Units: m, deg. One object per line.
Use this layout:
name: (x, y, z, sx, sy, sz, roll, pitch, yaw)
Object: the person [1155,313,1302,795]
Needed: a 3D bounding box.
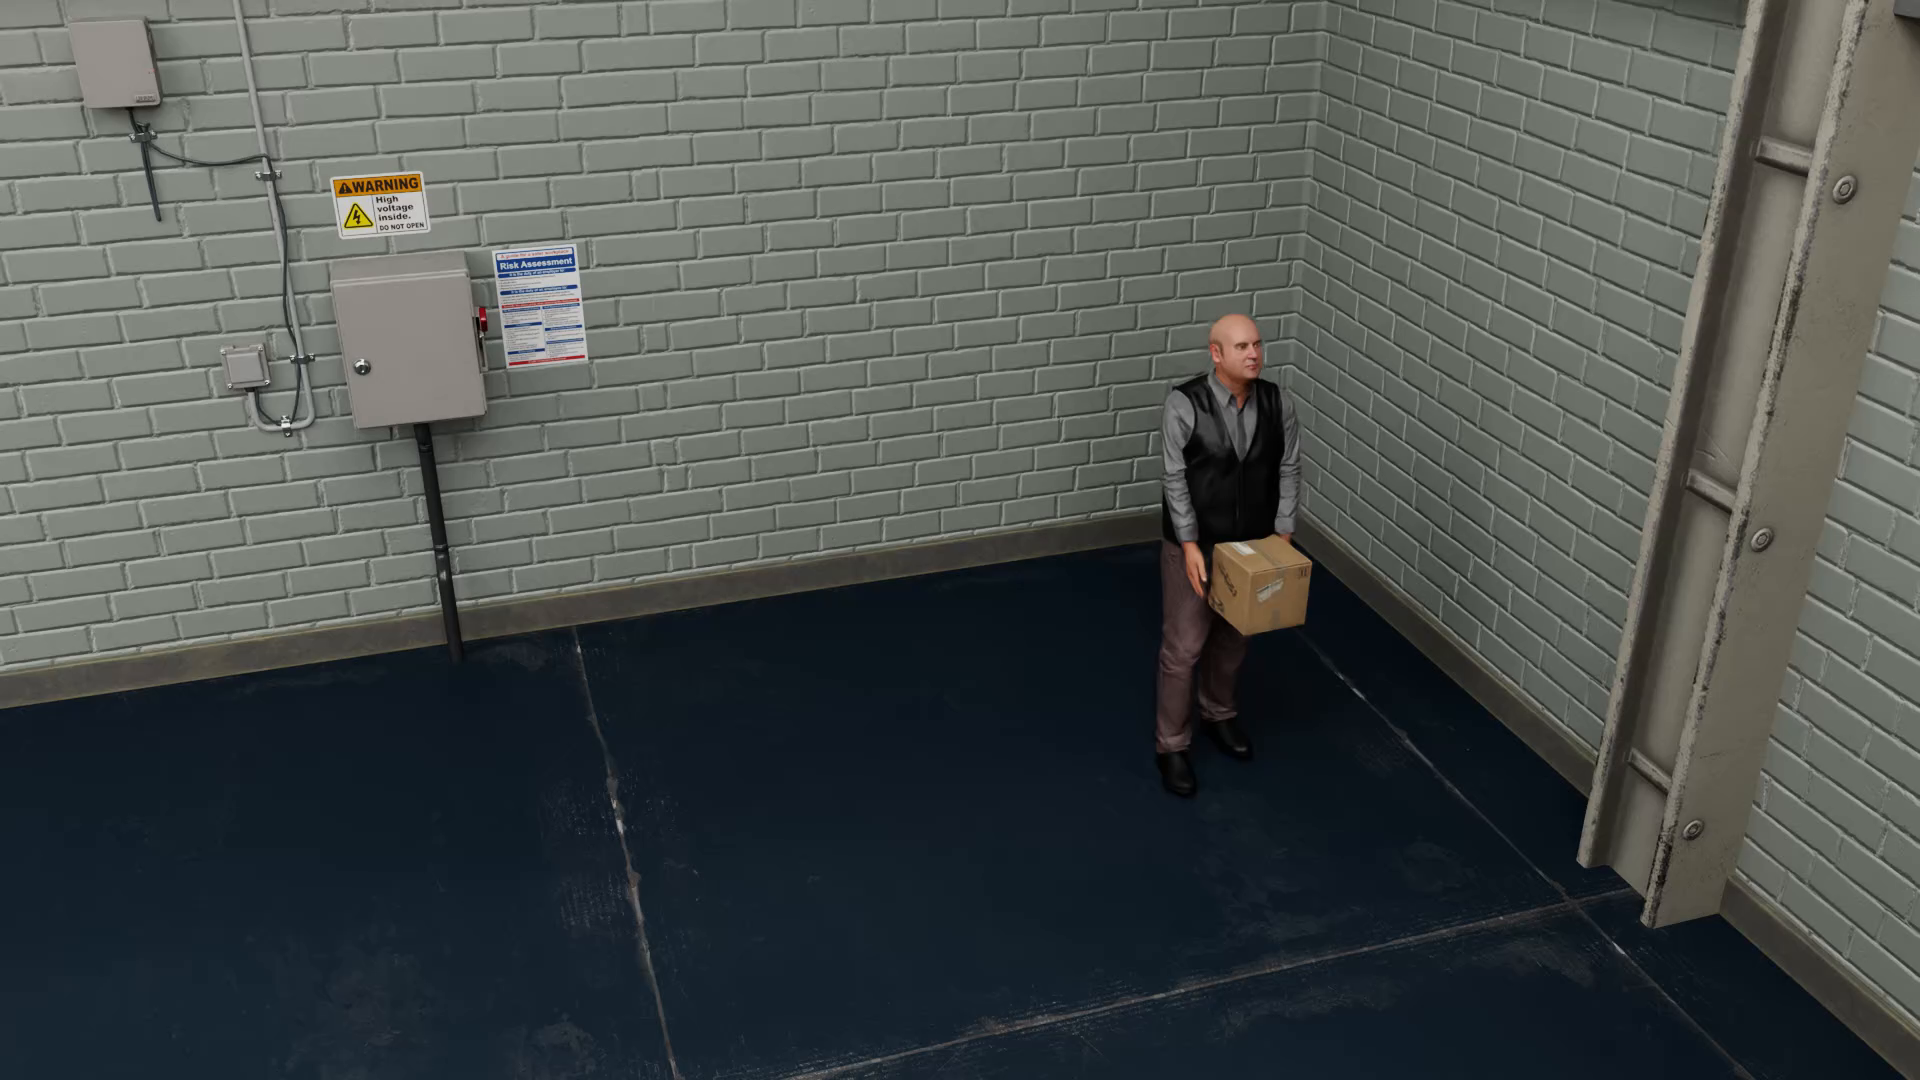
person: (0.979, 0.051, 6.025, 0.554, 1.726, 0.537, -7, 27, -14)
